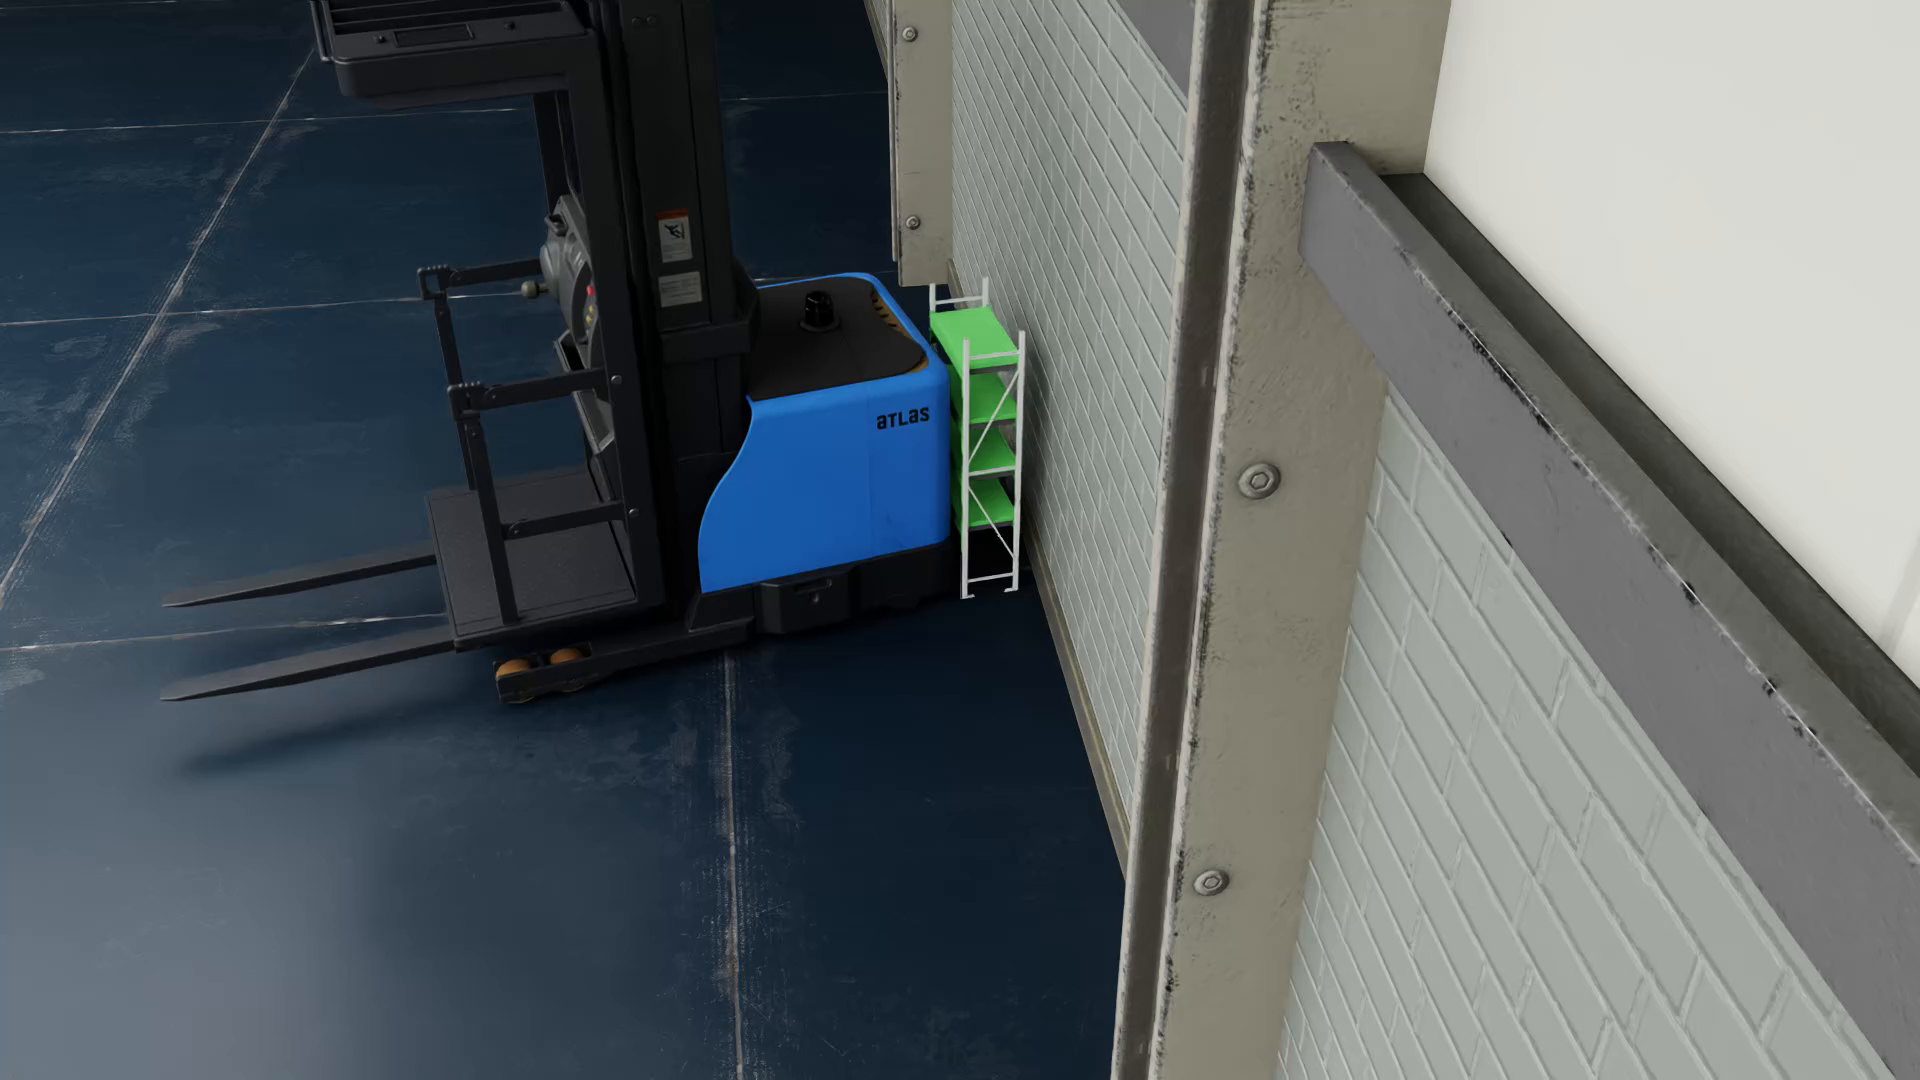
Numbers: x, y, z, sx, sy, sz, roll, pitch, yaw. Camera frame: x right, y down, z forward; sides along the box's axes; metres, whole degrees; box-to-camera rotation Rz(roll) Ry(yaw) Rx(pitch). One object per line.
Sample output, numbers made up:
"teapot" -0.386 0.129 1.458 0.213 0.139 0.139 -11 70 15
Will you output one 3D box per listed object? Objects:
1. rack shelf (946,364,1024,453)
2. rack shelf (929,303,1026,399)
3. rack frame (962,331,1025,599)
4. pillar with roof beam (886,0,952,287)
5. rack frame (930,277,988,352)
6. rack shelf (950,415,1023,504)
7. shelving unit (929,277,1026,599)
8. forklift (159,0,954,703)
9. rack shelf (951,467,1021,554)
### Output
"rack shelf" 0.061 -0.551 6.679 0.258 0.148 0.480 -9 35 -13
"rack shelf" 0.062 -0.749 6.544 0.258 0.148 0.480 -9 35 -13
"rack frame" 0.127 -0.273 6.584 0.240 1.200 0.015 -9 35 -13
"pillar with roof beam" -4.478 -4.938 6.505 9.100 9.000 0.400 -4 35 -6
"rack frame" -0.006 -0.537 6.972 0.240 1.200 0.015 -9 35 -13
"rack shelf" 0.061 -0.352 6.814 0.258 0.148 0.480 -9 35 -13
"shelving unit" 0.061 -0.405 6.778 0.258 1.200 0.503 -9 35 -13
"forklift" -1.595 -0.926 6.007 3.031 2.935 1.130 -12 36 -17
"rack shelf" 0.060 -0.154 6.949 0.258 0.148 0.480 -9 35 -13
